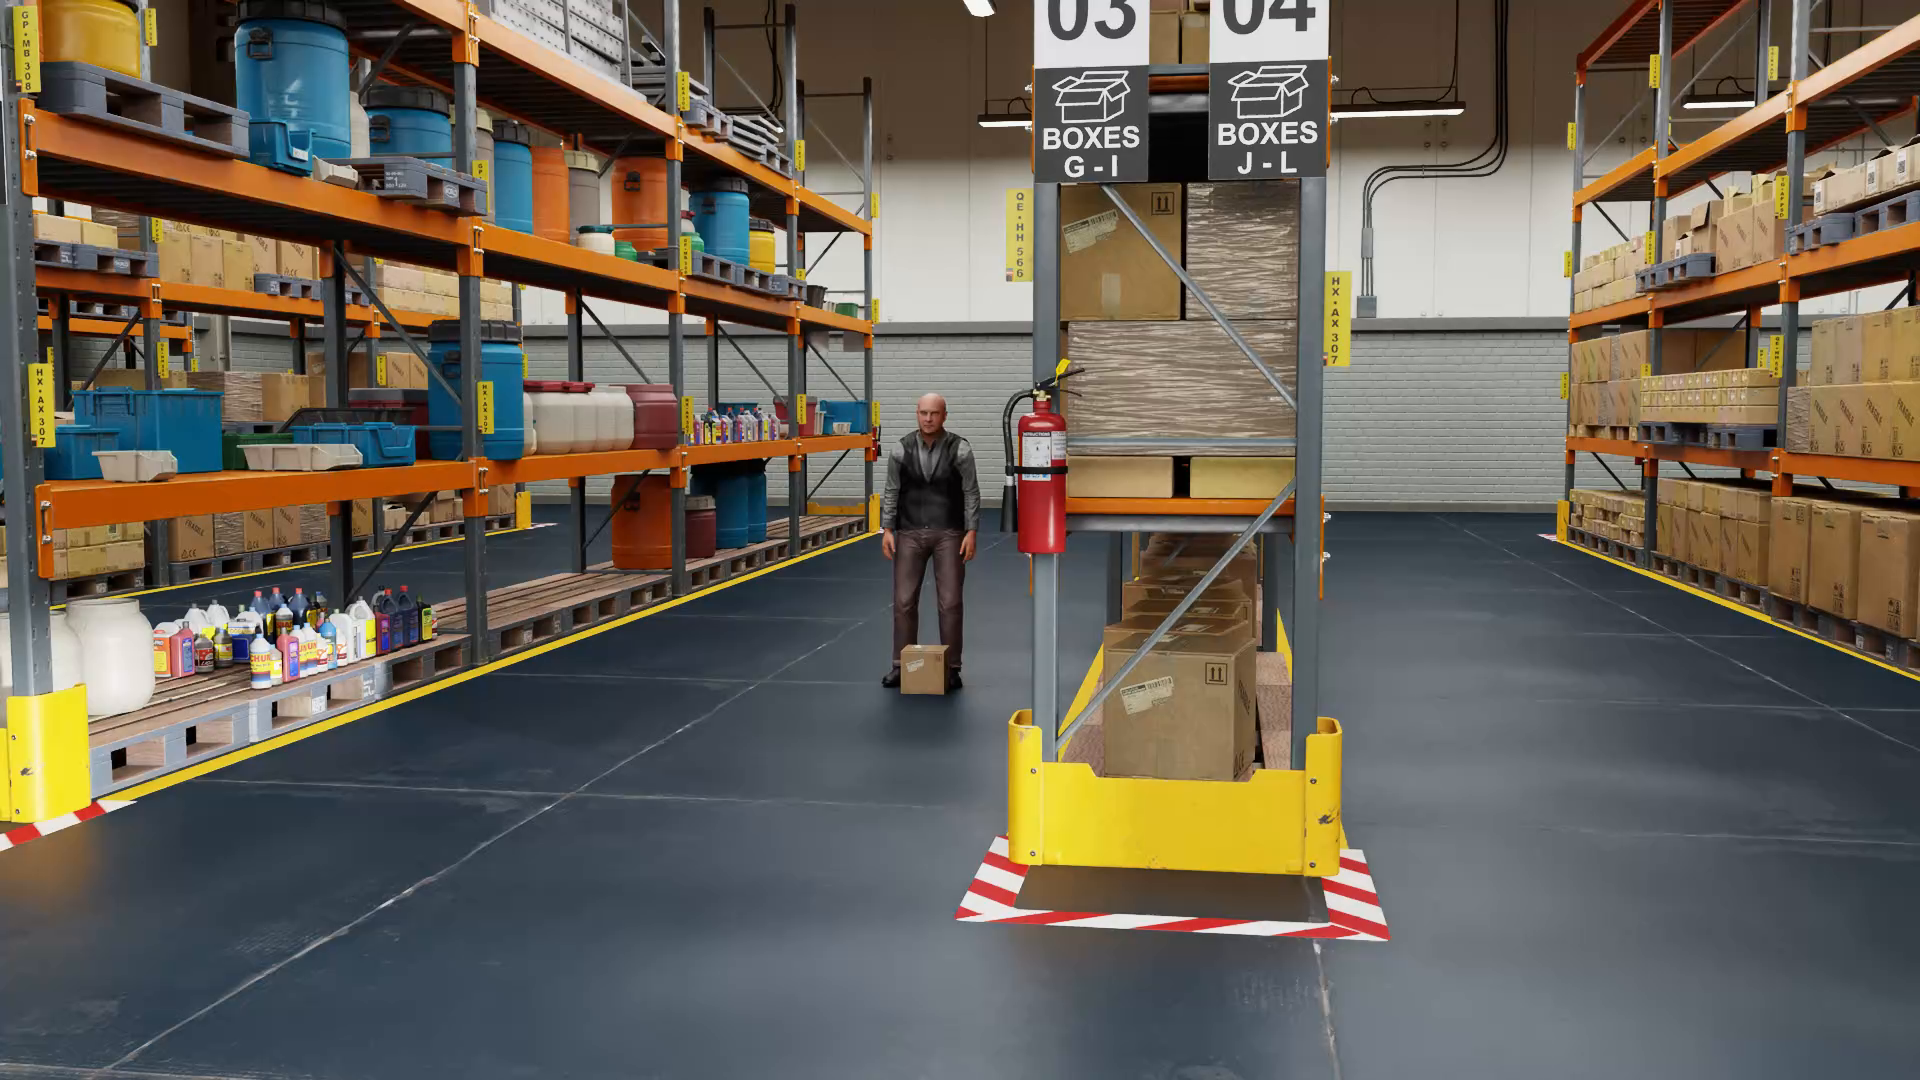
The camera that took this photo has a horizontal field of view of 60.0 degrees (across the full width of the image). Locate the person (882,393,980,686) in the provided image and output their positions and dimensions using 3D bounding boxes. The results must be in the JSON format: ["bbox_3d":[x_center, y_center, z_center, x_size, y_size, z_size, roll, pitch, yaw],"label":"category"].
[{"bbox_3d":[-0.171,-0.005,9.852,0.581,1.721,0.419,1,4,9],"label":"person"}]
